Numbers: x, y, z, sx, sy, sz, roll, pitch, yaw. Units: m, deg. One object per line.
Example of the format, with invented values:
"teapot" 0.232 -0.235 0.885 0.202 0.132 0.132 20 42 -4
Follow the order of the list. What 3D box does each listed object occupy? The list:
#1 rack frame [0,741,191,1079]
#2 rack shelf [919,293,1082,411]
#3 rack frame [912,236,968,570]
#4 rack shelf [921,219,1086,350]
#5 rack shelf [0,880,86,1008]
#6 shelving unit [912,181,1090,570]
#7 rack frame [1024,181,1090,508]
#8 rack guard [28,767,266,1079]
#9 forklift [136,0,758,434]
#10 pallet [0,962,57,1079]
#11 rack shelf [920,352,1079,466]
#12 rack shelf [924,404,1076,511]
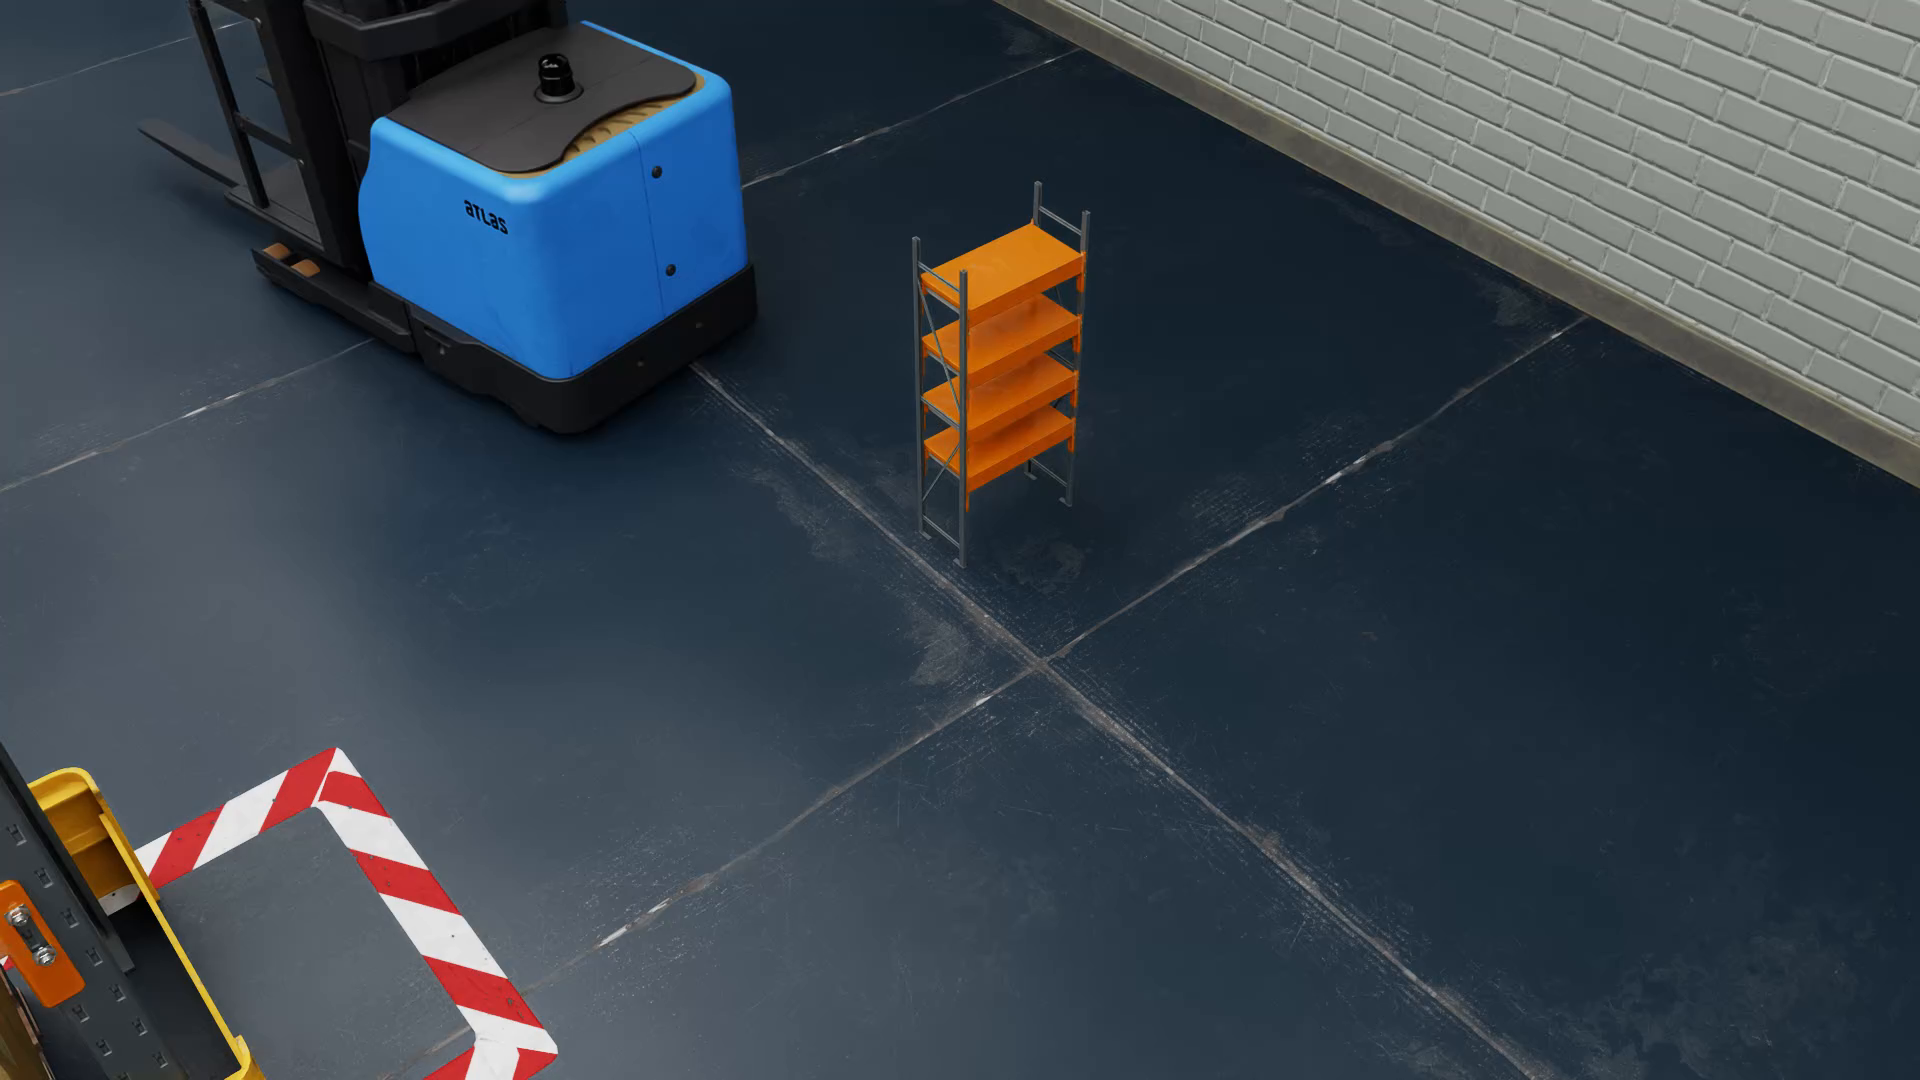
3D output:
"rack frame" -2.104 0.245 3.298 0.127 3.000 1.000 -30 51 -28
"rack shelf" 0.127 -0.624 5.310 0.480 0.148 0.258 -30 51 -28
"rack frame" -0.060 -0.403 5.303 0.015 1.200 0.240 -30 51 -28
"rack shelf" 0.127 -0.796 5.148 0.480 0.148 0.258 -30 51 -28
"rack shelf" -3.638 1.385 2.609 4.000 0.370 1.077 -30 51 -28
"shelving unit" 0.127 -0.510 5.417 0.503 1.200 0.258 -30 51 -28
"rack frame" 0.314 -0.617 5.531 0.015 1.200 0.240 -30 51 -28
"rack guard" -2.085 1.145 4.165 0.348 0.500 1.175 -30 51 -28
"forklift" -2.275 -2.297 6.055 3.031 2.935 1.130 28 50 27
"pallet" -2.667 1.654 3.835 1.213 0.211 1.003 -30 51 -28
"rack shelf" 0.127 -0.461 5.463 0.480 0.148 0.258 -30 51 -28
"rack shelf" 0.127 -0.316 5.599 0.480 0.148 0.258 -30 51 -28
